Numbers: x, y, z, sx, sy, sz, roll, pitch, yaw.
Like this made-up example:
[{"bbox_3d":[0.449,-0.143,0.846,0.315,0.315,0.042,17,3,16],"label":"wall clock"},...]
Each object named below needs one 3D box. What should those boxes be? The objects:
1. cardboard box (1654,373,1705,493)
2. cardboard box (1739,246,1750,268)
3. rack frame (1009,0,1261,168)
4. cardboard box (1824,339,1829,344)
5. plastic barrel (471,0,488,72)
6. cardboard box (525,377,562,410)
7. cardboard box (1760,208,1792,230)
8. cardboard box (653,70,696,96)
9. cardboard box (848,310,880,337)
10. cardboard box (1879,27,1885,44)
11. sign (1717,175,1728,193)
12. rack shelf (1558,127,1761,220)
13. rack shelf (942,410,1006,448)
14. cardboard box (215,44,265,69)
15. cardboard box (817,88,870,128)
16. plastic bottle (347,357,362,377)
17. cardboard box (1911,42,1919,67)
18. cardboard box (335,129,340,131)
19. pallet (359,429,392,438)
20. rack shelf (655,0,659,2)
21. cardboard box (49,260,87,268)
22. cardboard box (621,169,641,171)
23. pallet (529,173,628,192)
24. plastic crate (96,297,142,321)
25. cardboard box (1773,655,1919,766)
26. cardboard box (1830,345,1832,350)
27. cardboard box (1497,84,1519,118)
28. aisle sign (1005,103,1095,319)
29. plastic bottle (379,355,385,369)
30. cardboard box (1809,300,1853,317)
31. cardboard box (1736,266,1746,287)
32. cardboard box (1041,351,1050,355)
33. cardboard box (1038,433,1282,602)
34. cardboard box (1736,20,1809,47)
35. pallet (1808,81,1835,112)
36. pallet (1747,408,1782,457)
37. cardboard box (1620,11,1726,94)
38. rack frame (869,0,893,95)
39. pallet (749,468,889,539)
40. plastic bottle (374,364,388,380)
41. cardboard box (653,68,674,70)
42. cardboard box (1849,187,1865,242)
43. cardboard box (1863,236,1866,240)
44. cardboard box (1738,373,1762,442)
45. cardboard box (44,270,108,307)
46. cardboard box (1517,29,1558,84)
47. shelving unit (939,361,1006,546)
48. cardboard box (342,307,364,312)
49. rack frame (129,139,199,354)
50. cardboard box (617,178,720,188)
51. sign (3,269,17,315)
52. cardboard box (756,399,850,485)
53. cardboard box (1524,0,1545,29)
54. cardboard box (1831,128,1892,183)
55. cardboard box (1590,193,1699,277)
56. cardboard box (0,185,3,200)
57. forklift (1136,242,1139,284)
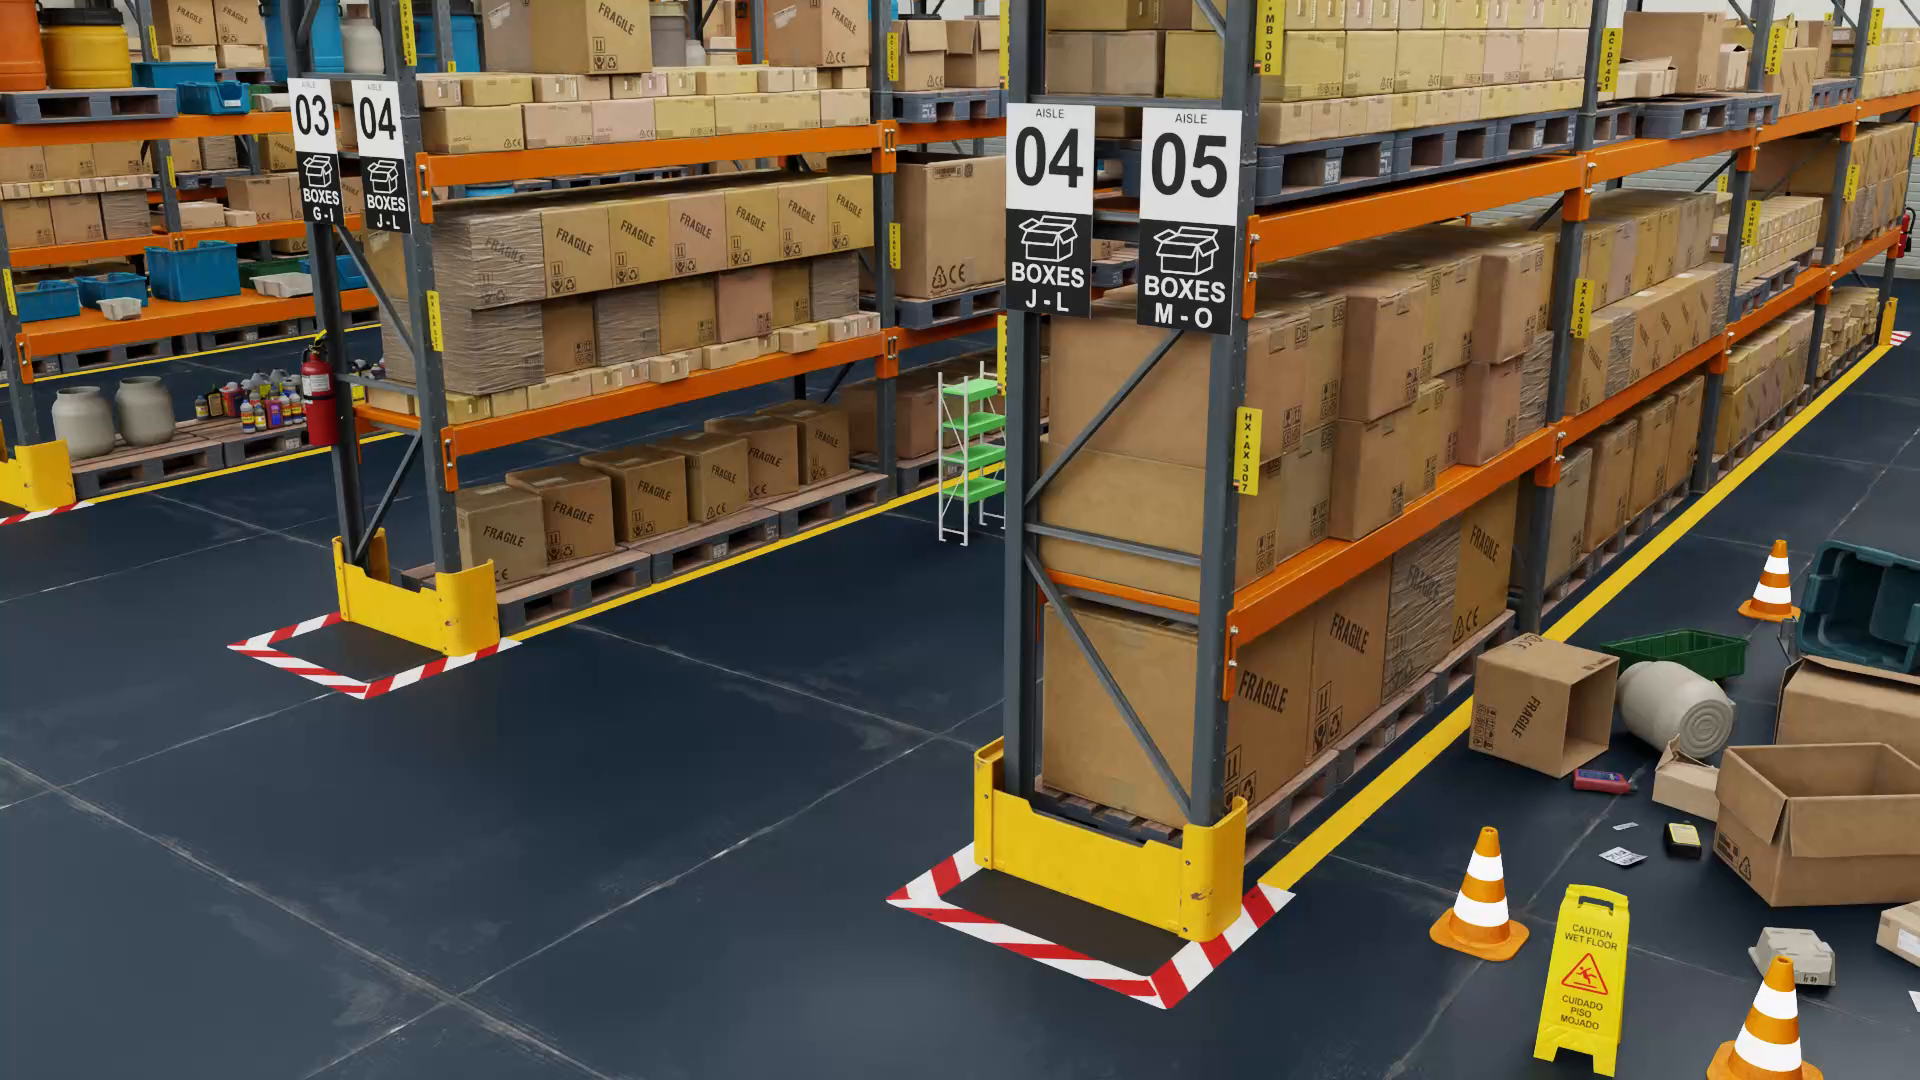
[{"bbox_3d":[4.953,-0.879,12.603,1.050,0.750,0.750,12,21,34],"label":"cardboard box"},{"bbox_3d":[5.997,-2.250,13.144,0.380,0.149,0.250,14,22,37],"label":"cardboard box"},{"bbox_3d":[0.621,-2.842,5.722,1.000,3.000,0.127,12,21,35],"label":"rack frame"},{"bbox_3d":[8.602,-2.050,16.886,0.380,0.149,0.250,11,20,32],"label":"cardboard box"},{"bbox_3d":[-4.378,-4.693,15.894,0.600,0.901,0.600,0,17,0],"label":"plastic barrel"},{"bbox_3d":[-2.615,-0.896,9.996,0.380,0.149,0.250,12,21,35],"label":"cardboard box"},{"bbox_3d":[6.911,-2.759,14.284,0.380,0.149,0.250,11,21,32],"label":"cardboard box"},{"bbox_3d":[-1.893,-2.890,10.514,0.380,0.149,0.250,11,21,33],"label":"cardboard box"},{"bbox_3d":[-0.811,-1.607,12.285,0.380,0.149,0.250,12,21,35],"label":"cardboard box"},{"bbox_3d":[8.623,-4.834,15.933,0.380,0.149,0.250,12,21,33],"label":"cardboard box"},{"bbox_3d":[7.331,-3.343,15.990,0.100,0.325,0.005,12,21,35],"label":"sign"},{"bbox_3d":[4.196,-2.495,10.875,1.077,0.370,4.000,12,21,35],"label":"rack shelf"},{"bbox_3d":[0.099,-0.781,11.641,0.258,0.148,0.480,12,21,35],"label":"rack shelf"},{"bbox_3d":[-8.172,-5.419,18.624,0.500,0.250,0.500,10,20,29],"label":"cardboard box"},{"bbox_3d":[-0.981,-3.036,11.659,0.500,0.250,0.500,13,22,37],"label":"cardboard box"},{"bbox_3d":[-5.595,-1.506,15.260,0.144,0.351,0.185,12,21,35],"label":"plastic bottle"},{"bbox_3d":[9.781,-5.111,17.496,0.500,0.250,0.500,12,21,33],"label":"cardboard box"},{"bbox_3d":[-9.378,-6.277,24.930,0.500,0.250,0.500,13,21,35],"label":"cardboard box"},{"bbox_3d":[-5.330,-1.221,15.320,1.003,0.211,1.213,12,21,35],"label":"pallet"},{"bbox_3d":[-6.895,-9.168,27.981,1.077,0.370,4.000,12,21,35],"label":"rack shelf"},{"bbox_3d":[-12.160,-3.783,22.340,0.700,0.500,0.500,12,21,34],"label":"cardboard box"},{"bbox_3d":[-4.926,-5.487,23.478,0.500,0.500,0.700,-16,23,-42],"label":"cardboard box"},{"bbox_3d":[-5.334,-4.907,22.810,1.003,0.211,1.213,12,21,35],"label":"pallet"},{"bbox_3d":[-6.488,-1.783,12.872,0.298,0.136,0.250,12,21,35],"label":"plastic crate"},{"bbox_3d":[4.221,0.911,7.732,0.797,0.637,0.503,12,21,35],"label":"cardboard box"},{"bbox_3d":[8.754,-1.975,17.146,0.380,0.149,0.250,11,21,32],"label":"cardboard box"},{"bbox_3d":[2.439,-2.105,7.955,0.380,0.149,0.250,13,21,36],"label":"cardboard box"},{"bbox_3d":[0.338,-1.255,6.342,0.394,0.787,0.004,12,21,35],"label":"aisle sign"},{"bbox_3d":[-5.438,-1.614,15.742,0.097,0.271,0.097,0,17,0],"label":"plastic bottle"},{"bbox_3d":[9.228,-2.439,17.635,0.380,0.149,0.250,12,21,33],"label":"cardboard box"},{"bbox_3d":[5.976,-2.098,13.156,0.380,0.149,0.250,14,22,37],"label":"cardboard box"},{"bbox_3d":[0.761,-1.502,14.995,0.700,0.500,0.500,10,20,30],"label":"cardboard box"},{"bbox_3d":[0.806,-0.145,6.900,0.875,0.550,0.550,12,21,35],"label":"cardboard box"},{"bbox_3d":[6.745,-4.173,14.183,0.797,0.503,0.637,12,21,34],"label":"cardboard box"},{"bbox_3d":[6.702,-3.802,14.188,1.213,0.211,1.003,12,21,35],"label":"pallet"},{"bbox_3d":[6.582,-1.026,14.691,1.003,0.211,1.213,12,21,35],"label":"pallet"},{"bbox_3d":[4.577,-3.147,10.718,0.500,0.500,0.500,12,21,35],"label":"cardboard box"},{"bbox_3d":[-0.919,-4.695,11.690,1.000,3.000,0.127,12,21,35],"label":"rack frame"},{"bbox_3d":[-1.291,-0.332,12.458,1.003,0.211,1.213,12,21,35],"label":"pallet"},{"bbox_3d":[-5.163,-1.400,14.920,0.144,0.351,0.185,11,20,32],"label":"plastic bottle"},{"bbox_3d":[-2.107,-3.041,11.002,0.380,0.149,0.250,12,21,34],"label":"cardboard box"},{"bbox_3d":[8.558,-3.217,16.377,0.500,0.500,0.500,12,21,35],"label":"cardboard box"},{"bbox_3d":[9.349,-3.249,17.572,0.380,0.149,0.250,11,21,32],"label":"cardboard box"},{"bbox_3d":[6.311,-1.133,13.841,0.500,0.500,0.500,13,21,35],"label":"cardboard box"},{"bbox_3d":[-9.280,-2.561,17.597,0.500,0.500,0.500,12,21,35],"label":"cardboard box"},{"bbox_3d":[2.616,-2.398,8.224,0.500,0.250,0.500,12,21,34],"label":"cardboard box"},{"bbox_3d":[0.099,-0.612,11.693,0.258,1.200,0.503,12,21,35],"label":"shelving unit"},{"bbox_3d":[-7.517,-2.888,19.913,0.500,0.250,0.500,13,21,36],"label":"cardboard box"},{"bbox_3d":[-8.872,-3.582,18.219,1.000,3.000,0.127,12,21,35],"label":"rack frame"},{"bbox_3d":[-1.986,-2.197,11.404,0.500,0.500,0.500,12,21,35],"label":"cardboard box"},{"bbox_3d":[-6.841,-1.787,11.973,0.100,0.325,0.005,12,21,35],"label":"sign"},{"bbox_3d":[-1.189,-0.749,12.604,0.500,0.500,0.500,12,21,33],"label":"cardboard box"},{"bbox_3d":[2.593,-2.549,8.037,0.380,0.149,0.250,13,21,36],"label":"cardboard box"},{"bbox_3d":[9.164,-3.929,16.984,0.500,0.500,0.500,12,21,33],"label":"cardboard box"},{"bbox_3d":[4.812,-2.182,11.857,0.700,0.500,0.500,12,21,34],"label":"cardboard box"},{"bbox_3d":[-9.776,-3.471,16.599,0.380,0.149,0.250,13,22,36],"label":"cardboard box"},{"bbox_3d":[2.180,-2.074,13.482,1.130,2.935,3.031,15,23,40],"label":"forklift"}]
